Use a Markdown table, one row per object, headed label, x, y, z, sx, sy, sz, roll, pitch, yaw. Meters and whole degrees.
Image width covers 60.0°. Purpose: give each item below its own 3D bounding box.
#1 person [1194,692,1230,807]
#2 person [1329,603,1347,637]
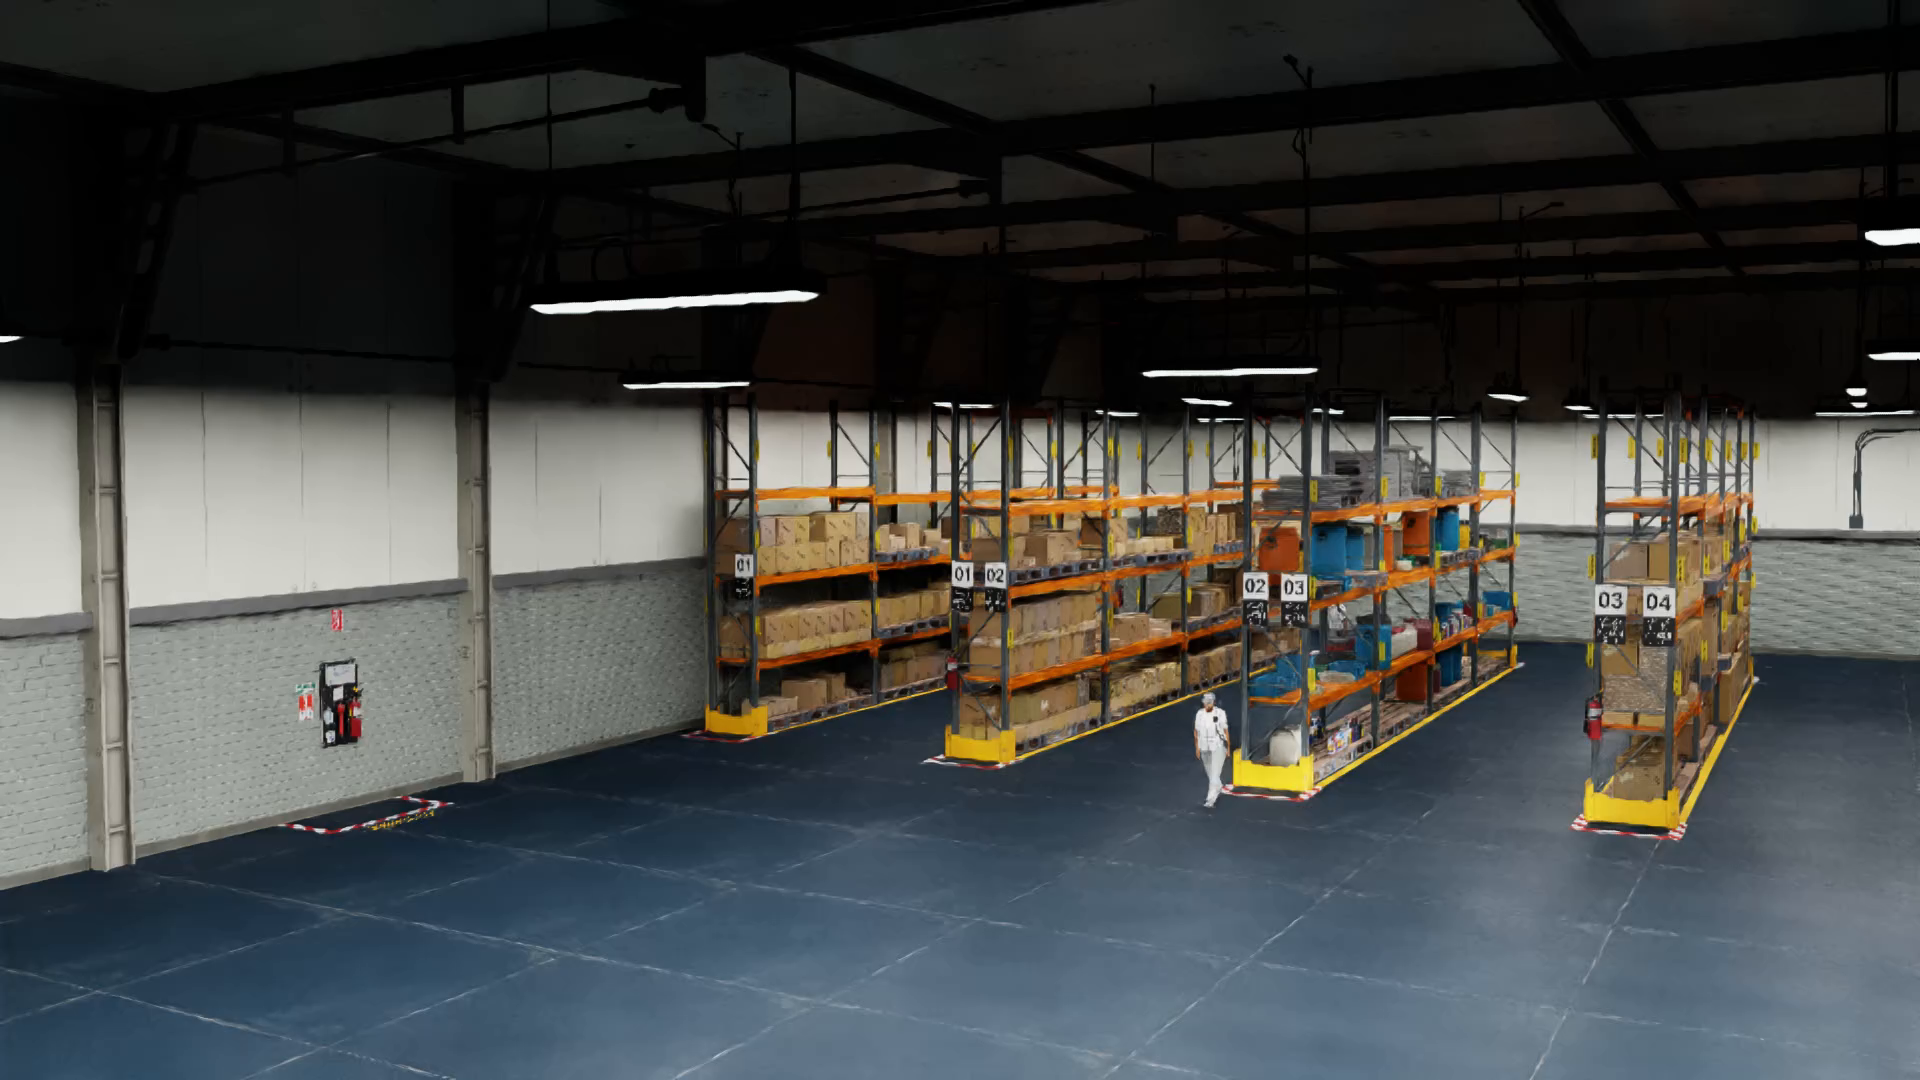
| label | x | y | z | sx | sy | sz | roll | pitch | yaw |
| --- | --- | --- | --- | --- | --- | --- | --- | --- | --- |
| person | 3.551 | 2.925 | 23.535 | 0.497 | 1.583 | 1.090 | 2 | 4 | 31 |
| person | 8.881 | 2.077 | 39.045 | 0.463 | 1.619 | 0.998 | 2 | 3 | 28 |
